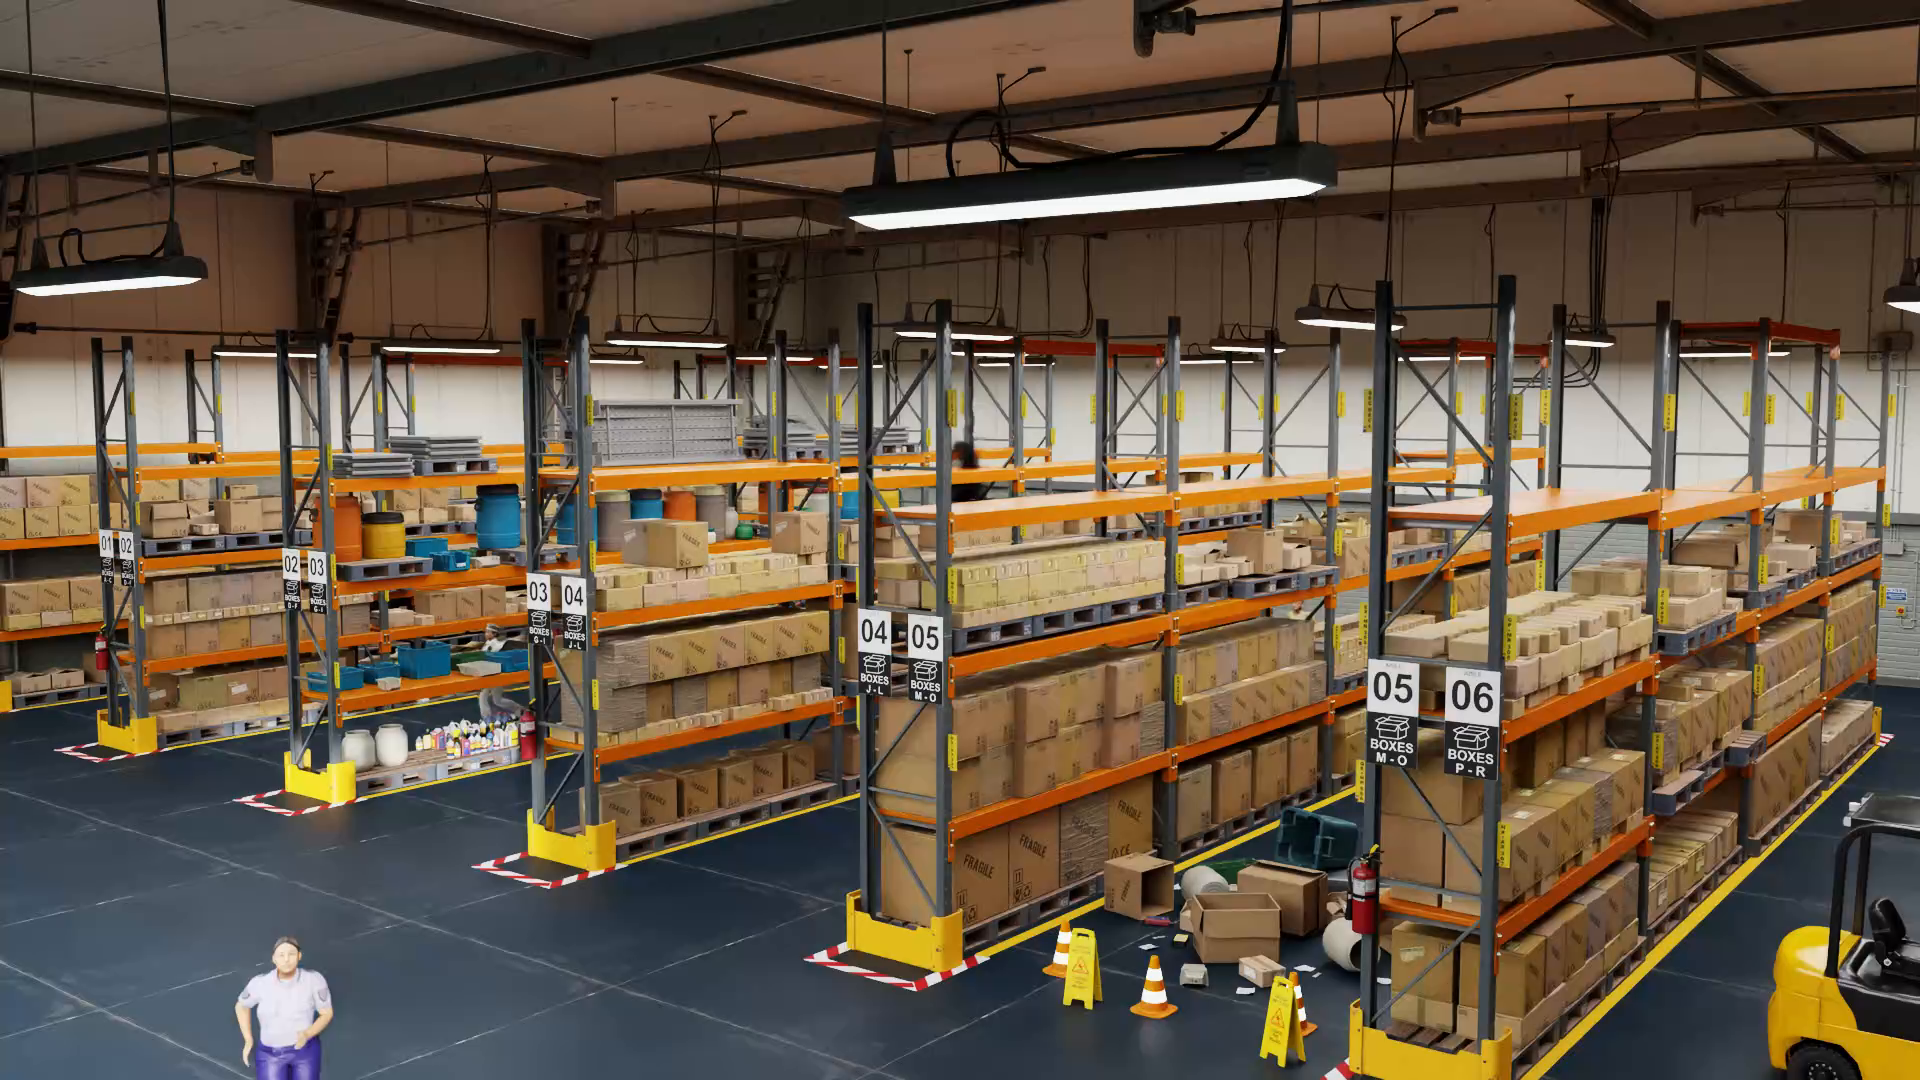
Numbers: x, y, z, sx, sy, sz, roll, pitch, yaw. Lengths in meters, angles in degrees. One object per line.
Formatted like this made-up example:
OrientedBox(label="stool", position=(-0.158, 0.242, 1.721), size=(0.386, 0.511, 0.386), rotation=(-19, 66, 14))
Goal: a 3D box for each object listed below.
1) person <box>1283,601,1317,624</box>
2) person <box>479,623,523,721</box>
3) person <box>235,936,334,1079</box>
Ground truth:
OrientedBox(label="person", position=(5.840, 1.838, 28.806), size=(0.604, 1.738, 0.726), rotation=(3, 6, 28))
OrientedBox(label="person", position=(-7.153, 2.105, 25.704), size=(0.626, 1.694, 0.819), rotation=(5, 7, 43))
OrientedBox(label="person", position=(-4.415, 3.416, 10.915), size=(0.592, 1.597, 0.583), rotation=(-2, 5, -25))
